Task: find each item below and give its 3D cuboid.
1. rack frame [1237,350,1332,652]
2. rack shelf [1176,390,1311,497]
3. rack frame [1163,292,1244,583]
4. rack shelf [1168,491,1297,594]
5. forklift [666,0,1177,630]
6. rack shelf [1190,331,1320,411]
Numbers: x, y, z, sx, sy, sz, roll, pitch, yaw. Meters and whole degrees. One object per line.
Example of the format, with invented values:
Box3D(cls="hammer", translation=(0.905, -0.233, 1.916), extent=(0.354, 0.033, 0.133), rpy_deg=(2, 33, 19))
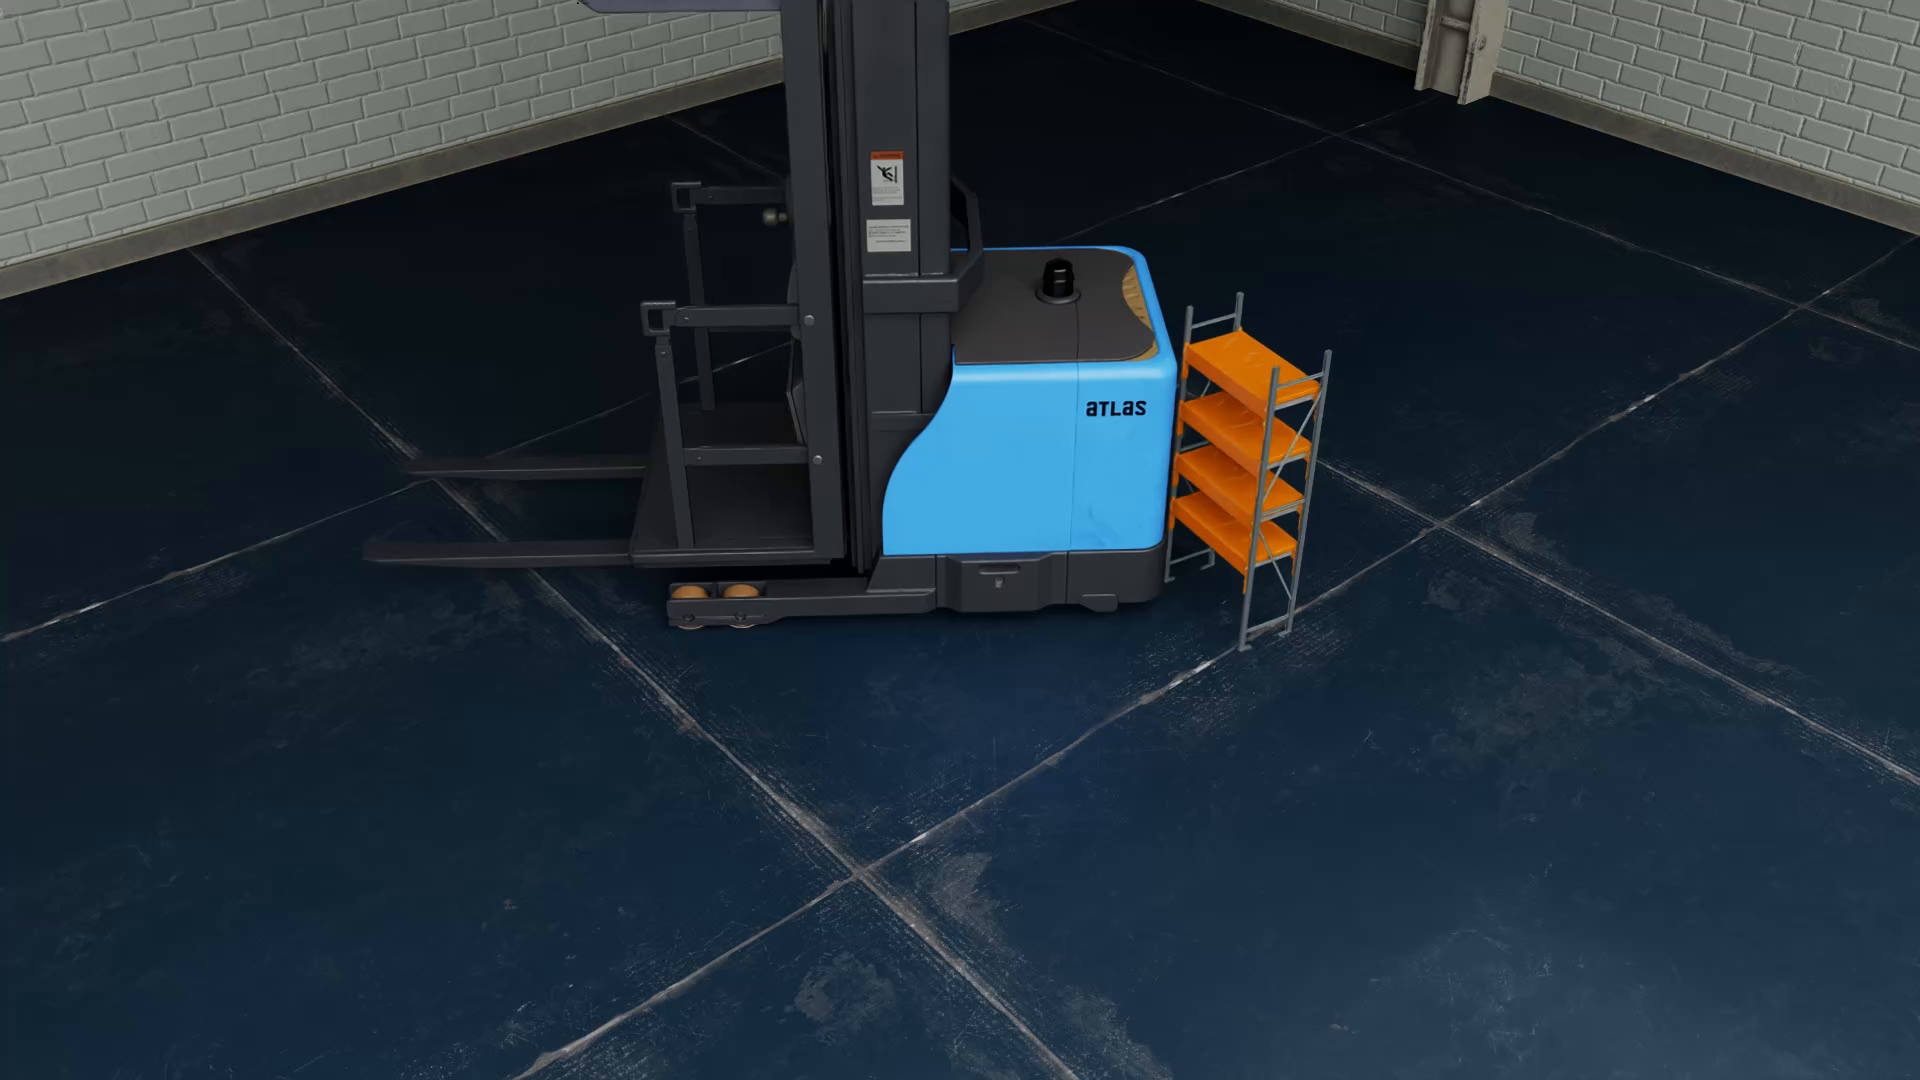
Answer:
Box3D(cls="rack frame", translation=(1.138, -0.112, 5.870), extent=(0.240, 1.200, 0.015), rpy_deg=(-18, 39, -23))
Box3D(cls="rack shelf", translation=(1.020, -0.363, 5.953), extent=(0.258, 0.148, 0.480), rpy_deg=(-18, 39, -23))
Box3D(cls="rack frame", translation=(0.901, -0.358, 6.218), extent=(0.240, 1.200, 0.015), rpy_deg=(-18, 39, -23))
Box3D(cls="rack shelf", translation=(1.020, -0.018, 6.197), extent=(0.258, 0.148, 0.480), rpy_deg=(-18, 39, -23))
Box3D(cls="forklift", translation=(-0.210, -1.157, 5.903), extent=(1.939, 2.867, 1.129), rpy_deg=(-1, 35, -2))
Box3D(cls="rack shelf", translation=(1.020, -0.588, 5.794), extent=(0.221, 0.050, 0.457), rpy_deg=(-18, 39, -23))
